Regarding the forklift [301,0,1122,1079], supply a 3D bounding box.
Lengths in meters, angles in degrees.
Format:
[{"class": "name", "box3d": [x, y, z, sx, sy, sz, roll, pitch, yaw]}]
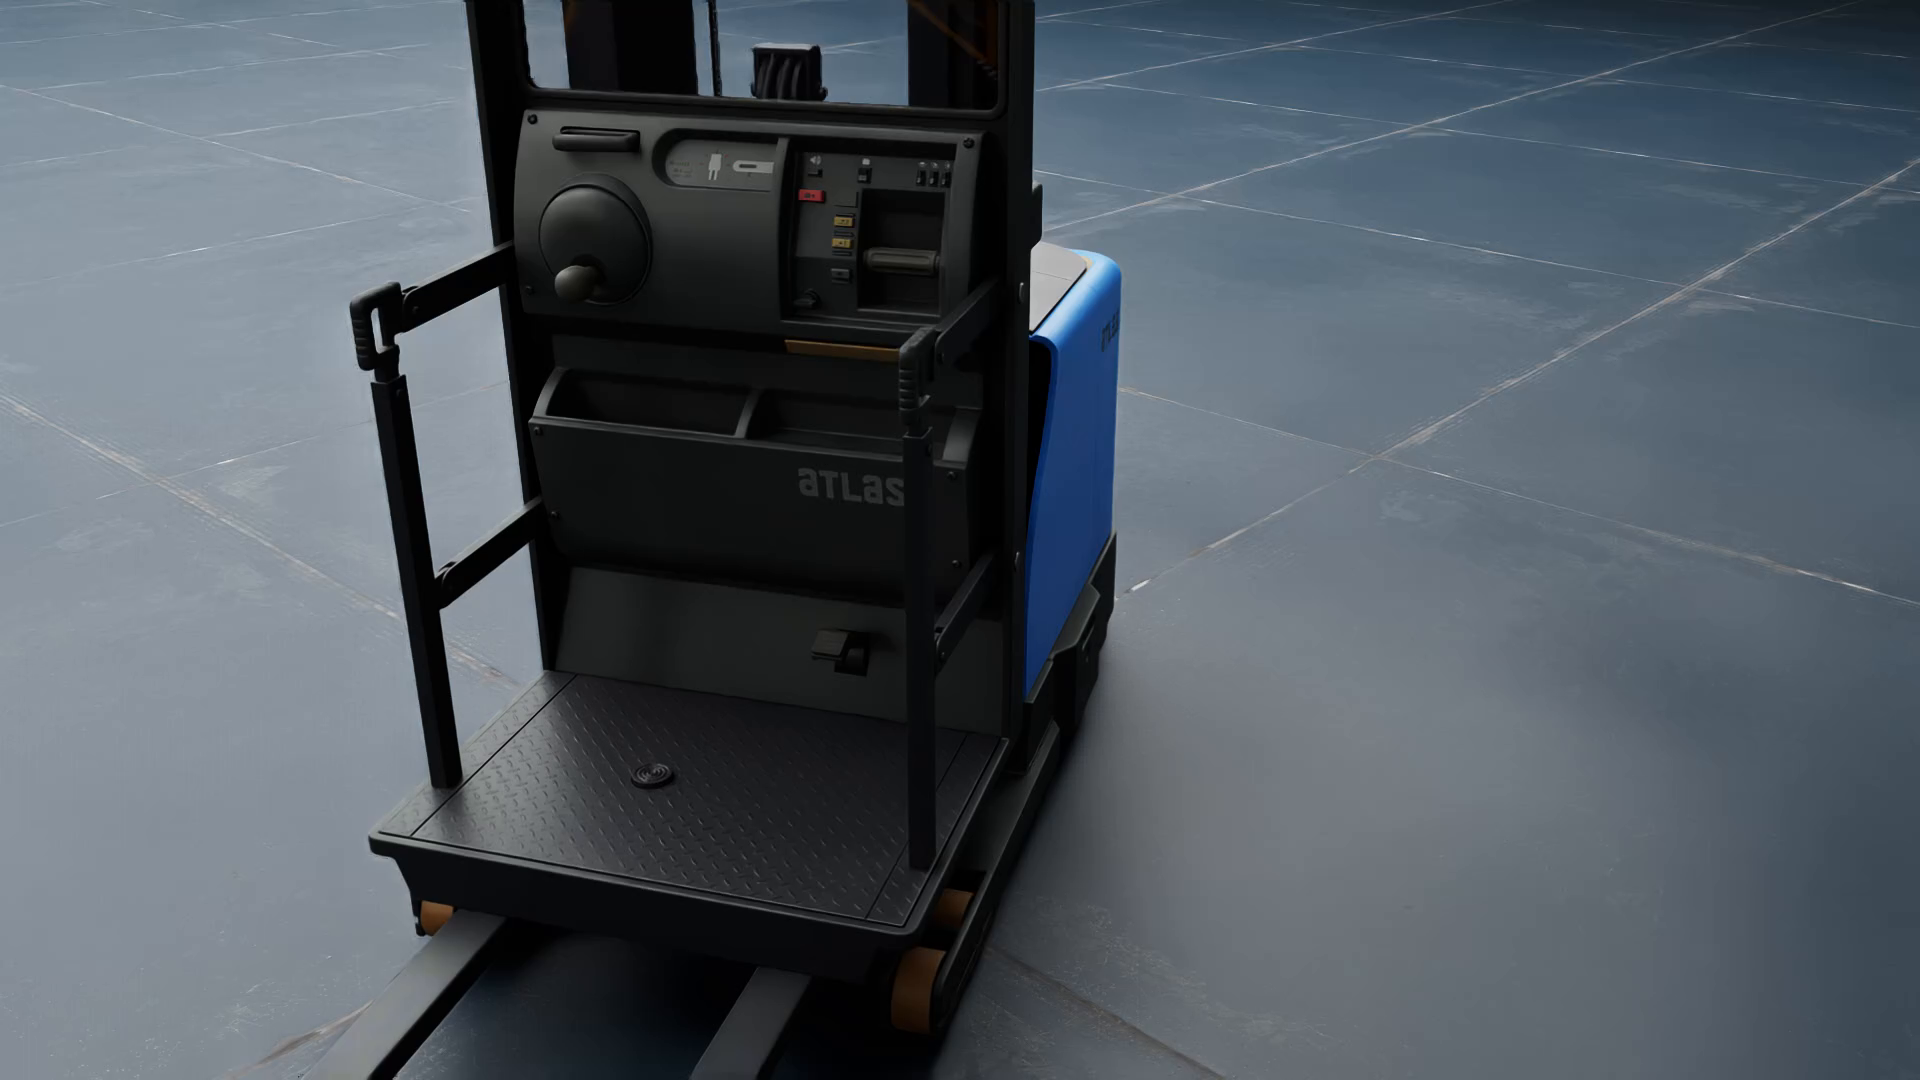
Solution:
[{"class": "forklift", "box3d": [-0.471, -0.578, 2.957, 1.130, 2.935, 3.031, 7, 25, 15]}]
